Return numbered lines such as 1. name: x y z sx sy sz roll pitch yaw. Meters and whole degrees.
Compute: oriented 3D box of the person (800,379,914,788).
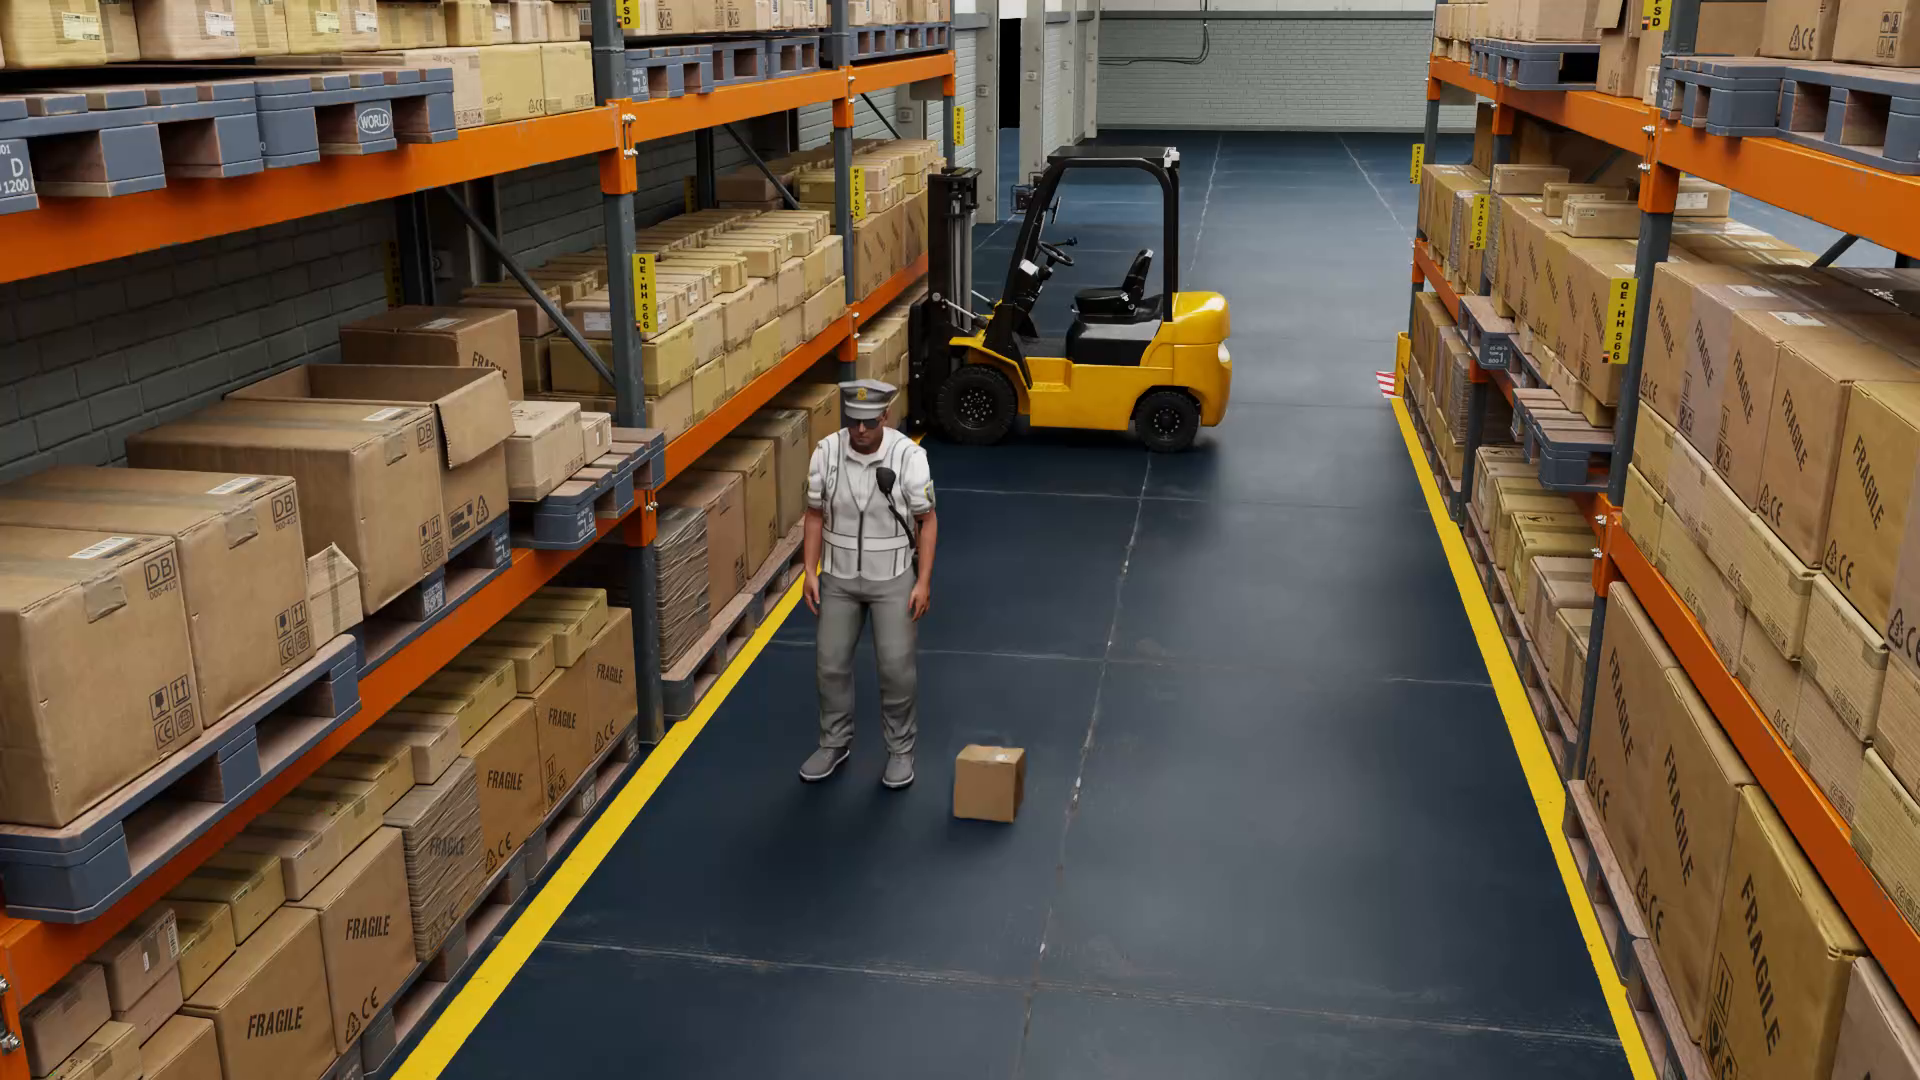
1. person: -0.432 0.176 6.991 0.495 1.748 0.329 3 18 11
